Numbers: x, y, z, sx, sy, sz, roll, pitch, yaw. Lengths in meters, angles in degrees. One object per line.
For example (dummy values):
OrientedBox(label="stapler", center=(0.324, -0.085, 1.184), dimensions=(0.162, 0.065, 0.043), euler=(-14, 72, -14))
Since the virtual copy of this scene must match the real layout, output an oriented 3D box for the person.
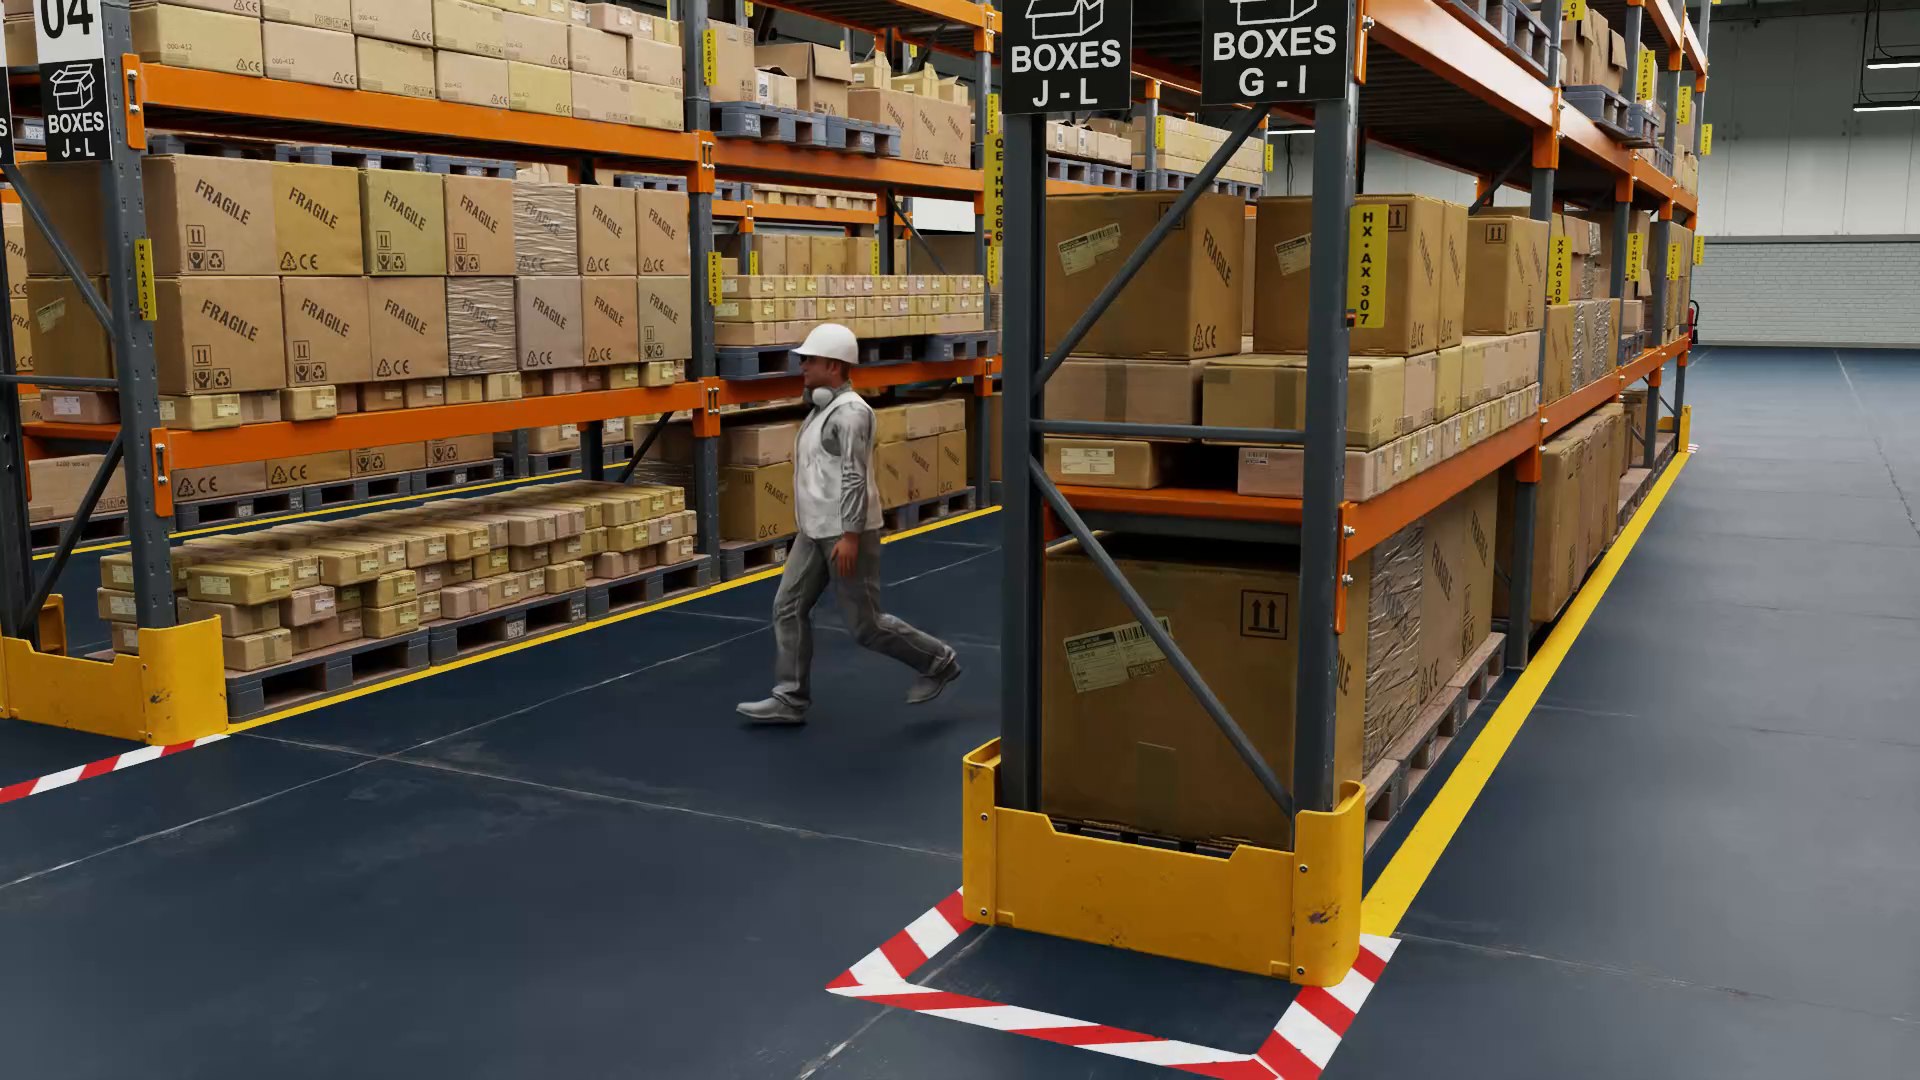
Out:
OrientedBox(label="person", center=(-0.486, -0.061, 7.213), dimensions=(0.980, 1.741, 0.533), euler=(-4, 10, -22))
